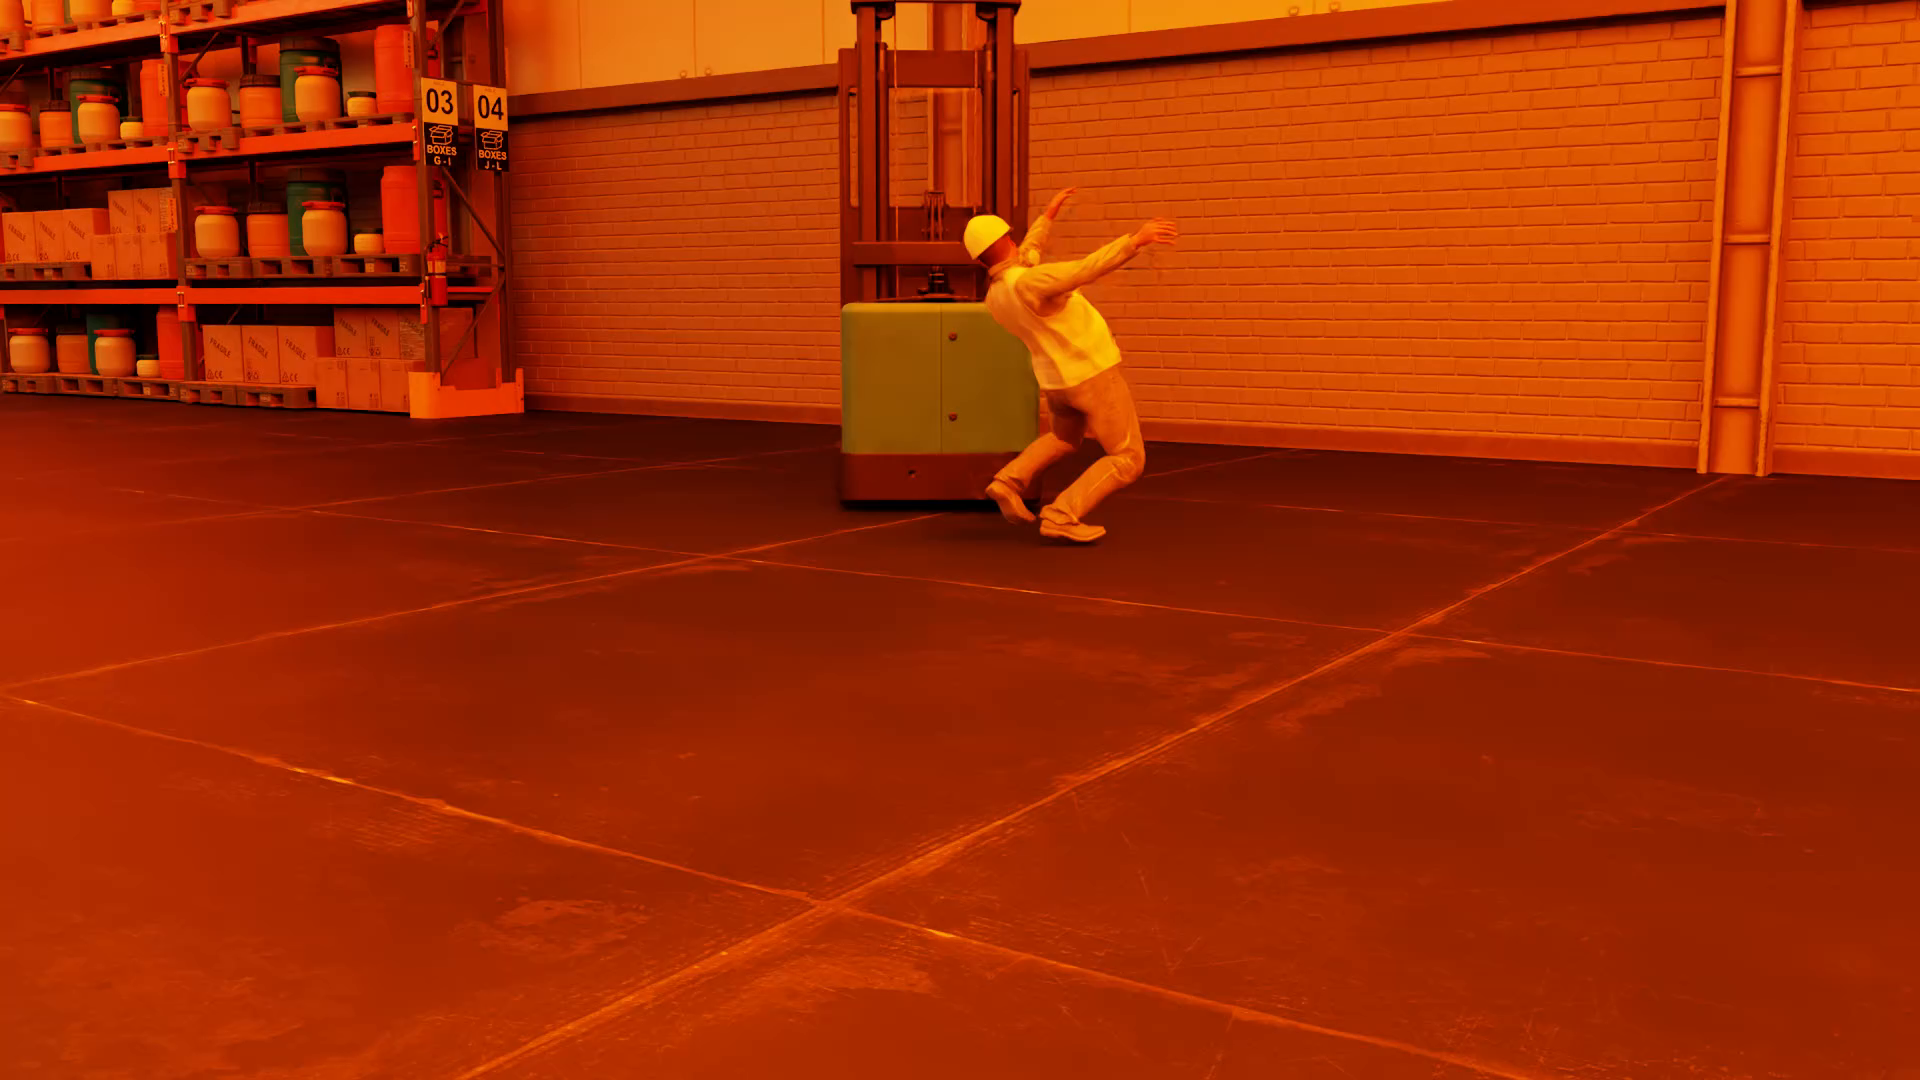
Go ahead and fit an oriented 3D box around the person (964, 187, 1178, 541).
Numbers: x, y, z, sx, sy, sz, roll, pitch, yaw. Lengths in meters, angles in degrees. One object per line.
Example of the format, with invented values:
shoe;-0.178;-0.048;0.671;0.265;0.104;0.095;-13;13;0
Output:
person;0.455;-0.791;7.406;0.705;1.595;1.018;-4;9;-28

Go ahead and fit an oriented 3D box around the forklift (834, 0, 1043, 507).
forklift;-0.160;-1.798;9.833;1.130;2.935;3.031;0;8;-3
